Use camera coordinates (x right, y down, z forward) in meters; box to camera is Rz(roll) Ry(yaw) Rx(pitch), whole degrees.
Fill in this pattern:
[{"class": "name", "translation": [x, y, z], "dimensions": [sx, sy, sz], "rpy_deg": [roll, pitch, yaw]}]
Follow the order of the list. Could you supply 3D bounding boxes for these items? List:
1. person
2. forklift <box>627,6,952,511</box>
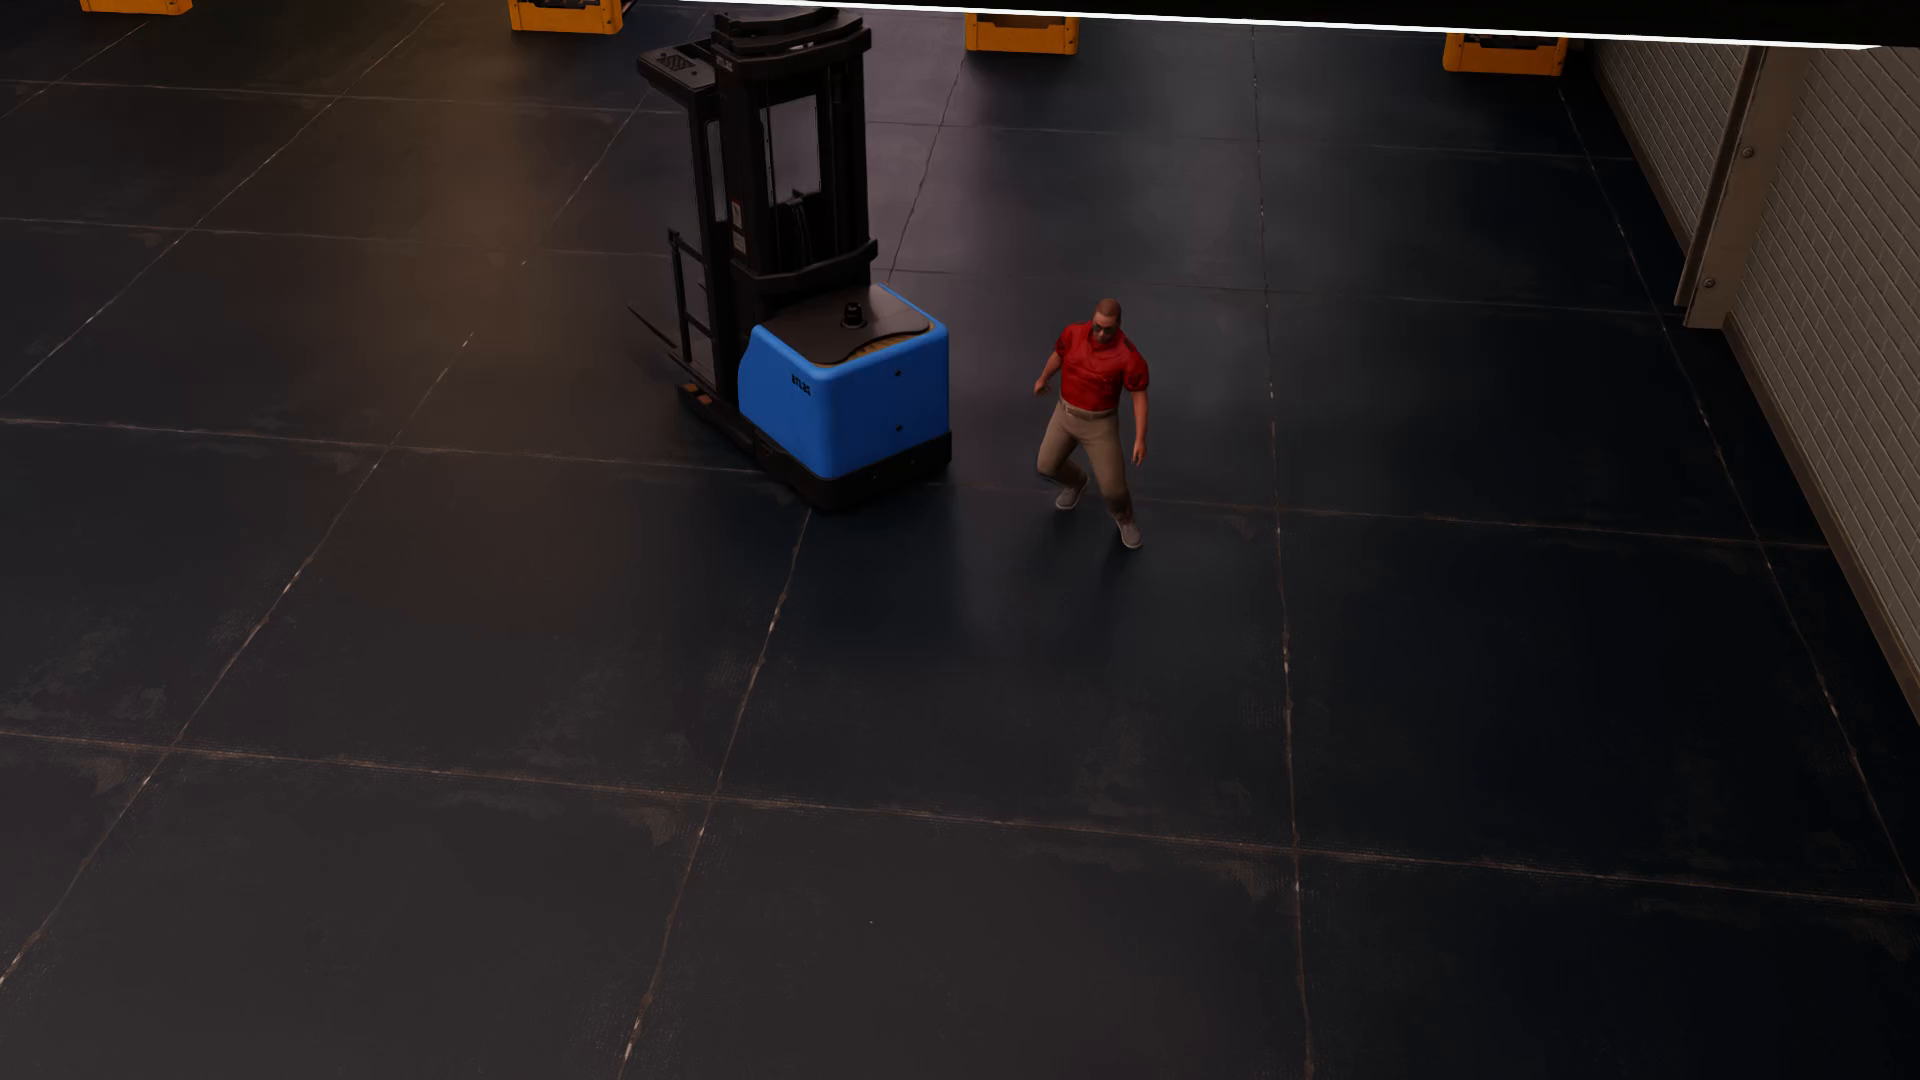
[{"class": "person", "translation": [0.798, -0.791, 10.196], "dimensions": [0.897, 1.652, 0.505], "rpy_deg": [26, 44, 31]}, {"class": "forklift", "translation": [-1.340, -2.188, 10.998], "dimensions": [1.130, 2.935, 3.031], "rpy_deg": [-24, 43, -29]}]
